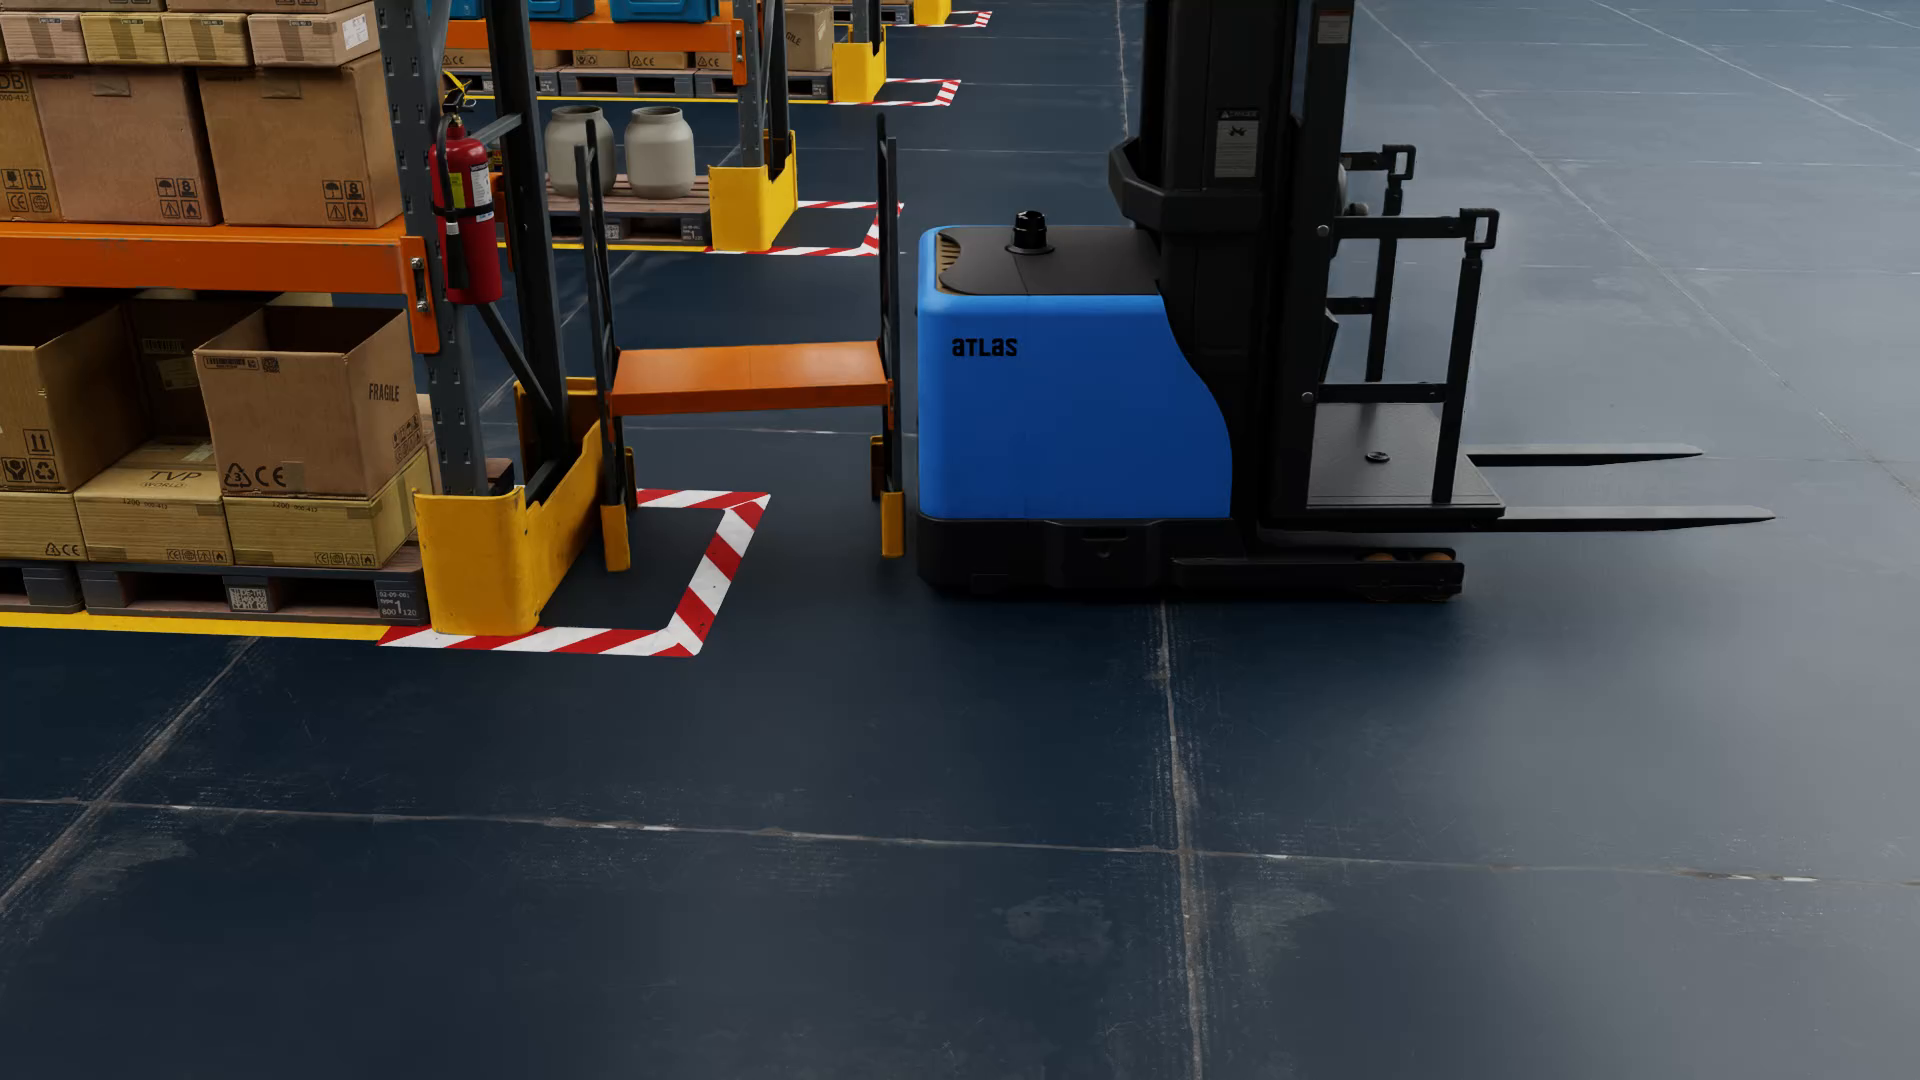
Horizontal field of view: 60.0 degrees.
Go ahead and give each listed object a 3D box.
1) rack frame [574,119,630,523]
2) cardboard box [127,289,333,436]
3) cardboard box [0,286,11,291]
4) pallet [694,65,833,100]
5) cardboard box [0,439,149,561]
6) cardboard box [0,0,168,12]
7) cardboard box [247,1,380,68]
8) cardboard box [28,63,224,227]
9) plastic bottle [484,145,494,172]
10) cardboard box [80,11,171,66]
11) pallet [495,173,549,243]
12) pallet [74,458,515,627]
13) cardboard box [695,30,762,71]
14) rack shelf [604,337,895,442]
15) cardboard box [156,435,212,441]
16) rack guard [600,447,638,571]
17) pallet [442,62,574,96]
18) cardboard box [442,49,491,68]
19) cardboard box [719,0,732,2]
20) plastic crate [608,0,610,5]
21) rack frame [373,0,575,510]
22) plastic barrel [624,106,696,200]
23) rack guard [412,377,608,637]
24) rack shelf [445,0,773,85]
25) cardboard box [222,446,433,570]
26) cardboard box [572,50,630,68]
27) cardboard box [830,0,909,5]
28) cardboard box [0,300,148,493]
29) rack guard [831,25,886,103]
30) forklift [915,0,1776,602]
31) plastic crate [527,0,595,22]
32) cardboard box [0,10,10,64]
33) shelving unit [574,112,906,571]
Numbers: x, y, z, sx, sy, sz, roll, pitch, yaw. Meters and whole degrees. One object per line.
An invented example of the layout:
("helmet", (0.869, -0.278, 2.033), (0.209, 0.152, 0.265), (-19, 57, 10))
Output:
("rack frame", (-1.265, -0.693, 5.917), (0.032, 1.500, 0.500), (-3, 24, -6))
("cardboard box", (-2.600, -0.696, 6.027), (0.500, 0.500, 0.500), (2, 25, 4))
("cardboard box", (-3.597, -0.730, 6.101), (0.500, 0.500, 0.500), (2, 25, 4))
("pallet", (-1.705, -4.194, 15.074), (1.213, 0.211, 1.003), (2, 25, 4))
("cardboard box", (-3.140, -0.151, 5.739), (0.500, 0.250, 0.500), (2, 25, 4))
("cardboard box", (-2.626, -1.960, 5.212), (0.500, 0.500, 0.700), (1, 25, 3))
("cardboard box", (-1.980, -1.562, 5.122), (0.250, 0.149, 0.380), (1, 25, 3))
("cardboard box", (-2.573, -1.370, 5.480), (0.500, 0.500, 0.700), (2, 25, 5))
("plastic bottle", (-3.088, -2.473, 10.820), (0.097, 0.201, 0.097), (0, 25, 0))
("cardboard box", (-2.496, -1.578, 5.157), (0.250, 0.149, 0.380), (1, 25, 3))
("pallet", (-3.303, -2.138, 10.605), (1.213, 0.211, 1.003), (2, 25, 4))
("pallet", (-2.350, -0.029, 6.023), (1.213, 0.211, 1.003), (2, 25, 4))
("cardboard box", (-2.042, -4.505, 14.901), (0.500, 0.500, 0.500), (8, 26, 18))
("rack shelf", (-0.760, -0.555, 6.047), (1.000, 0.185, 0.538), (-3, 24, -6))
("cardboard box", (-2.601, -0.355, 6.182), (0.500, 0.250, 0.500), (2, 25, 4))
("rack guard", (-1.263, -0.123, 6.174), (0.087, 0.250, 0.587), (-3, 24, -6))
("pallet", (-4.138, -4.272, 15.244), (1.213, 0.211, 1.003), (2, 25, 4))
("cardboard box", (-4.415, -4.571, 15.046), (0.500, 0.500, 0.500), (1, 25, 2))
("cardboard box", (-2.809, -6.759, 19.351), (0.875, 0.875, 0.875), (2, 25, 4))
("plastic crate", (-2.069, -3.396, 10.320), (0.250, 0.136, 0.298), (2, 25, 4))
("rack frame", (-1.584, -1.289, 5.425), (0.127, 3.000, 1.000), (2, 25, 4))
("plastic barrel", (-1.863, -2.403, 10.320), (0.421, 0.512, 0.421), (0, 25, 0))
("rack guard", (-1.560, -0.153, 5.946), (0.348, 0.500, 1.175), (2, 25, 4))
("rack shelf", (-3.195, -3.091, 10.201), (4.000, 0.370, 1.077), (2, 25, 4))
("cardboard box", (-2.141, -0.125, 5.681), (0.500, 0.250, 0.500), (2, 25, 4))
("cardboard box", (-3.218, -4.569, 15.041), (0.500, 0.500, 0.500), (0, 25, -1))
("cardboard box", (-1.023, -6.701, 19.227), (0.875, 0.875, 0.875), (2, 25, 4))
("cardboard box", (-3.140, -0.490, 5.579), (0.500, 0.500, 0.500), (2, 25, 4))
("rack guard", (-0.898, -4.285, 14.925), (0.348, 0.500, 1.175), (2, 25, 4))
("forklift", (1.358, -1.340, 5.618), (3.031, 2.935, 1.130), (0, 25, -1))
("plastic crate", (-2.370, -3.200, 9.756), (0.408, 0.251, 0.499), (2, 25, 4))
("cardboard box", (-3.008, -1.595, 5.194), (0.250, 0.149, 0.380), (3, 25, 6))
("shelving unit", (-0.769, -0.719, 5.973), (1.083, 1.500, 0.587), (-3, 24, -6))
